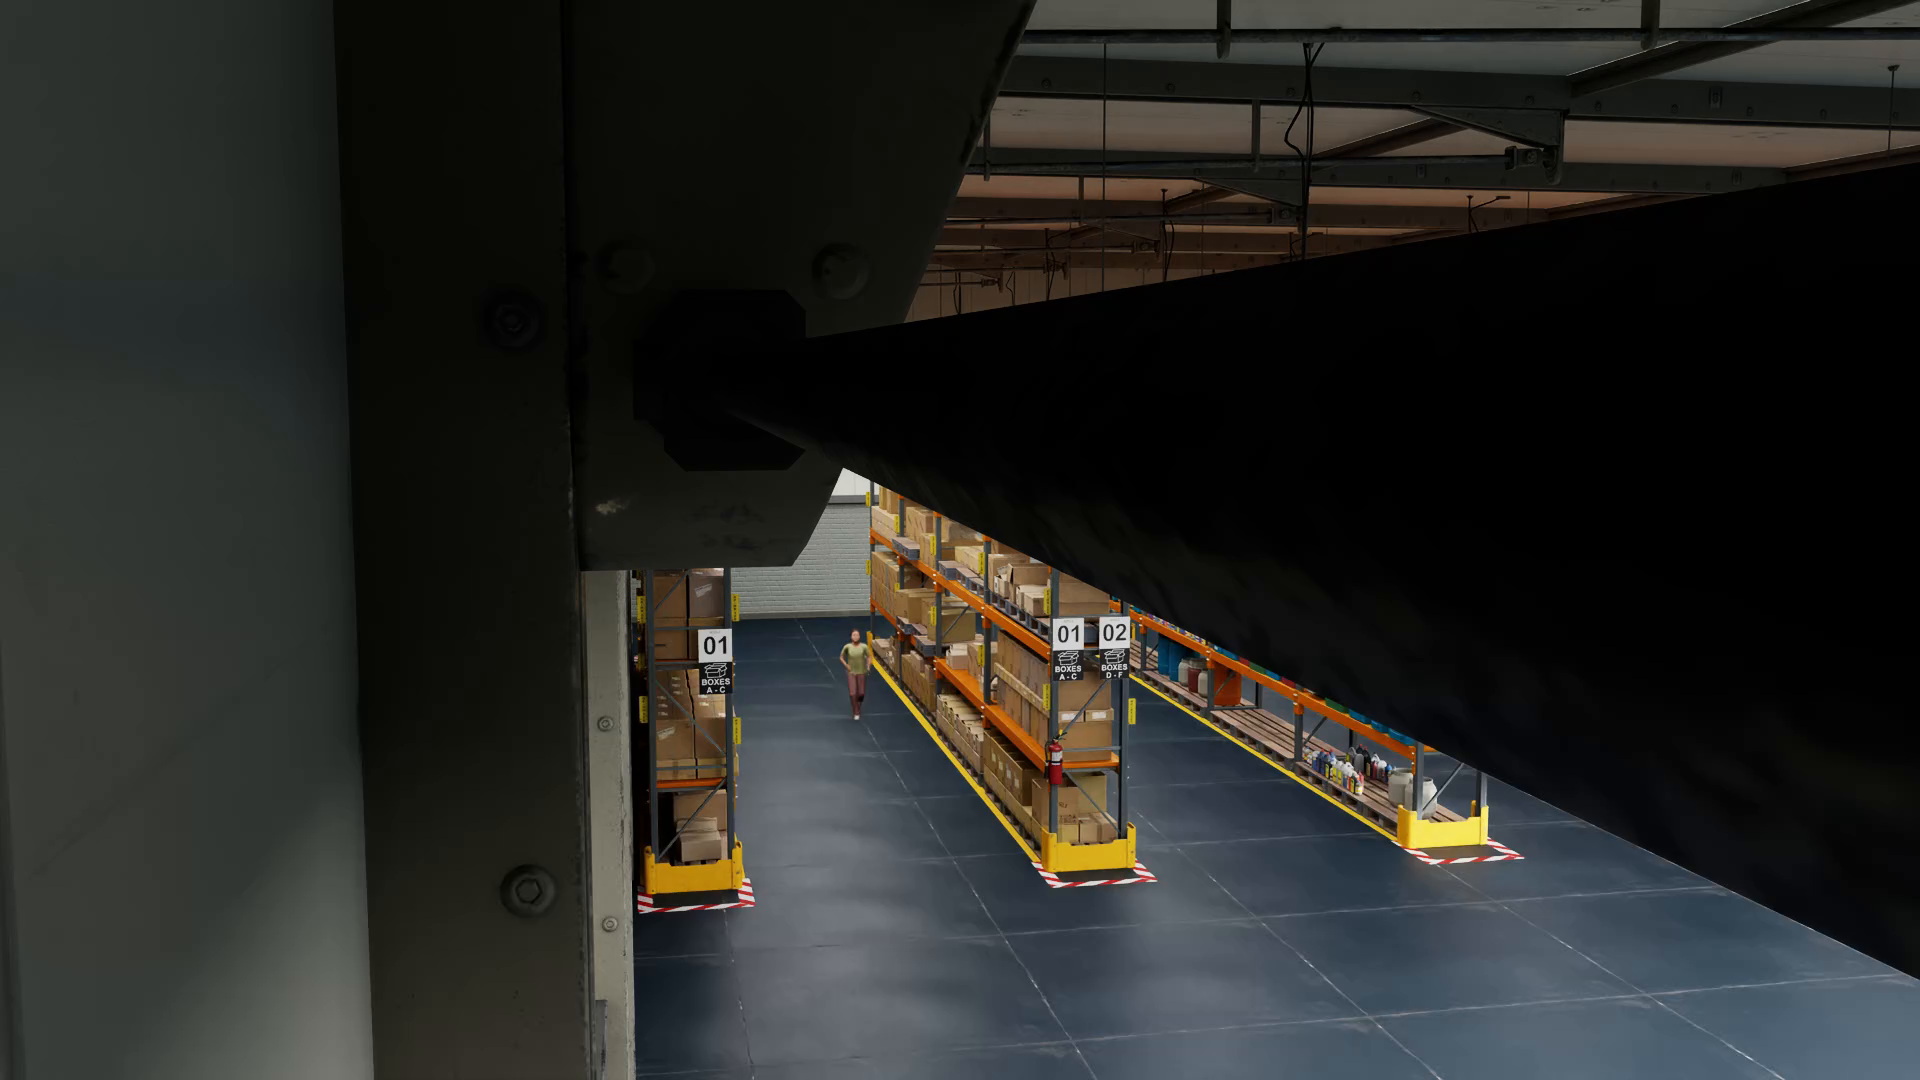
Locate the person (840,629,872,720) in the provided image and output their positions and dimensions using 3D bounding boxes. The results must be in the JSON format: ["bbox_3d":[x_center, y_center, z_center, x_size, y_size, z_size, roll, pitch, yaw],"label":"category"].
[{"bbox_3d":[-1.872,2.406,29.956,0.582,1.630,0.566,-1,6,-6],"label":"person"}]
